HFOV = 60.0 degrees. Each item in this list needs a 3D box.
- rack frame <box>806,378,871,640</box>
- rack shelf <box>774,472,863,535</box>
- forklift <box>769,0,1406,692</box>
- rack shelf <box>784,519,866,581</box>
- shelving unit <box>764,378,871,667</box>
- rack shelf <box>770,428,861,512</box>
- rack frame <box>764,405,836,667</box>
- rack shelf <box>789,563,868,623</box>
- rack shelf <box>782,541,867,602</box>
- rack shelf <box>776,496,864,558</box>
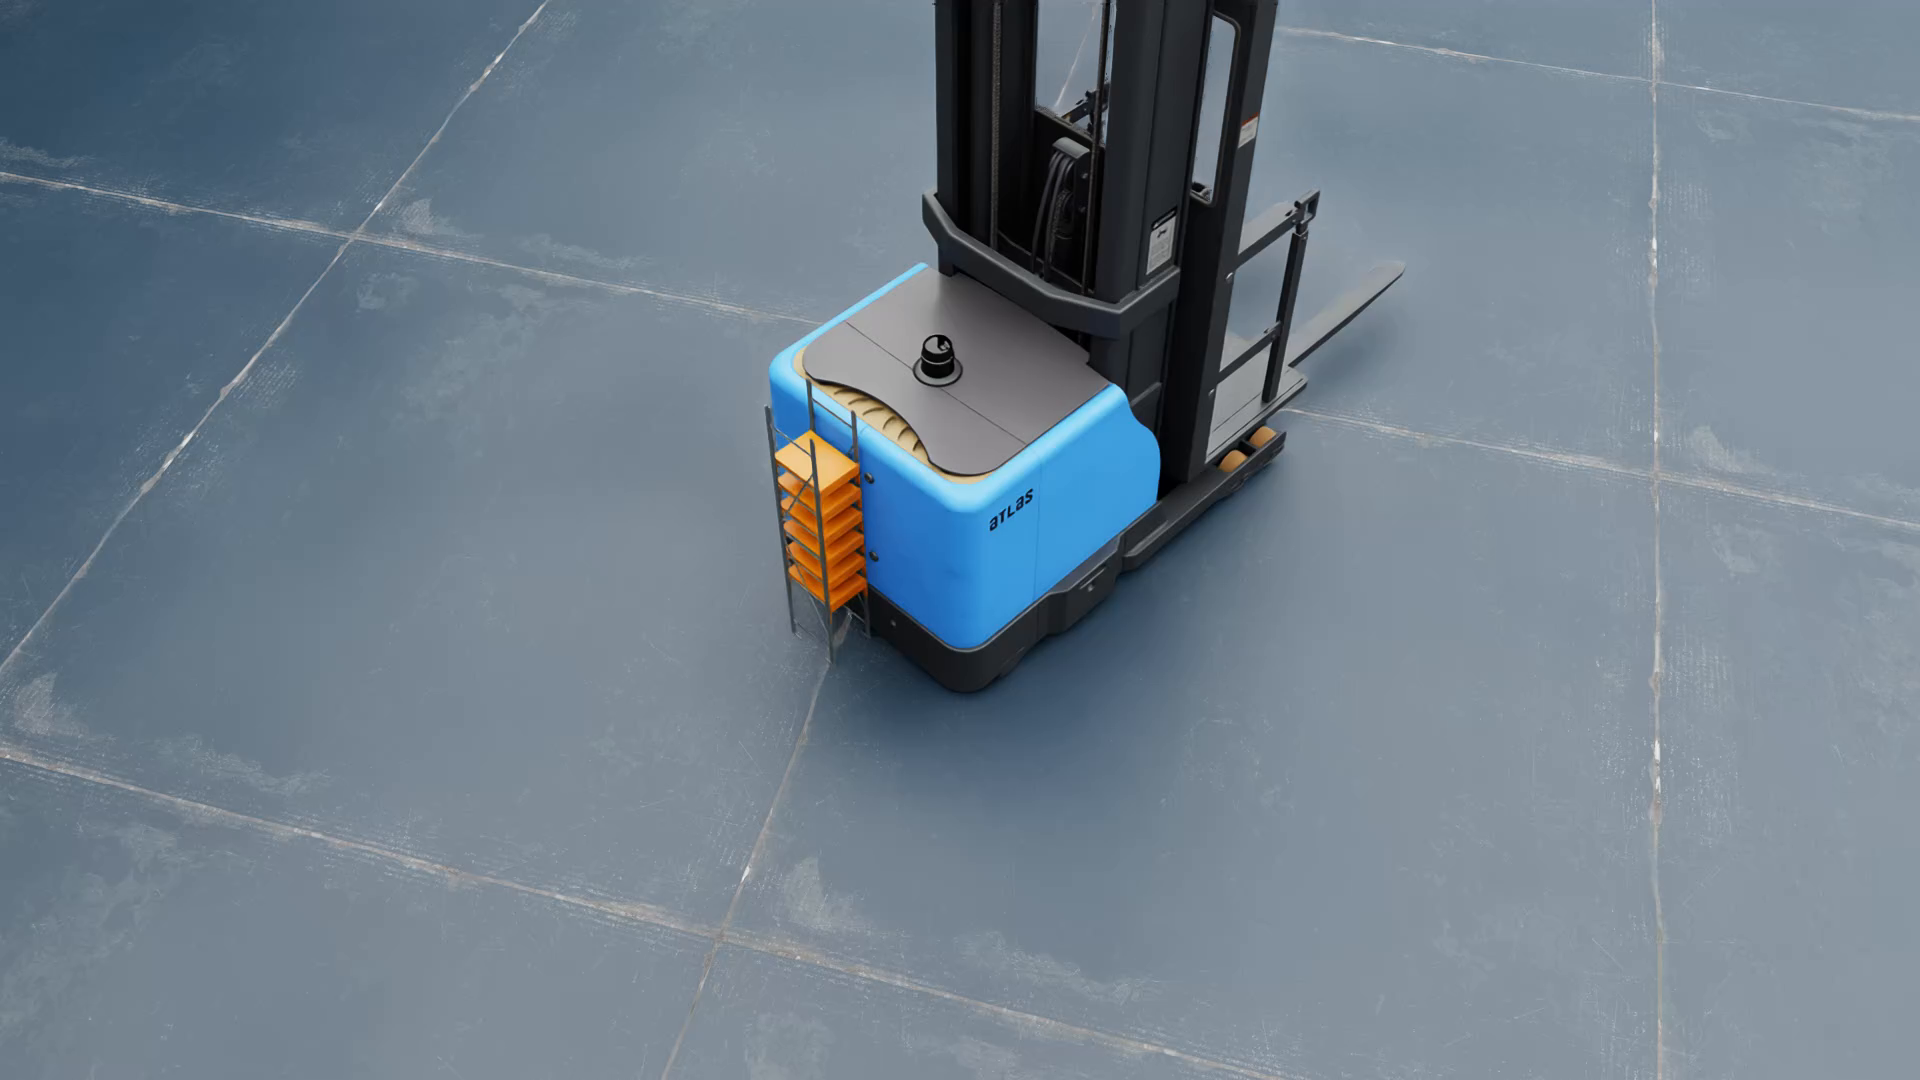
[{"bbox_3d":[-0.427,-0.081,5.940,0.240,1.200,0.006,36,58,28],"label":"rack frame"},{"bbox_3d":[-0.491,-0.161,5.750,0.258,0.103,0.180,36,58,28],"label":"rack shelf"},{"bbox_3d":[0.705,-1.419,5.966,1.130,2.935,3.031,36,58,28],"label":"forklift"},{"bbox_3d":[-0.491,-0.002,5.930,0.258,0.103,0.180,36,58,28],"label":"rack shelf"},{"bbox_3d":[-0.491,-0.032,5.897,0.258,1.200,0.189,36,58,28],"label":"shelving unit"},{"bbox_3d":[-0.491,-0.241,5.660,0.258,0.103,0.180,36,58,28],"label":"rack shelf"},{"bbox_3d":[-0.555,0.017,5.853,0.240,1.200,0.006,36,58,28],"label":"rack frame"},{"bbox_3d":[-0.491,0.156,6.110,0.258,0.103,0.180,36,58,28],"label":"rack shelf"},{"bbox_3d":[-0.491,0.077,6.020,0.258,0.103,0.180,36,58,28],"label":"rack shelf"},{"bbox_3d":[-0.491,-0.082,5.840,0.258,0.103,0.180,36,58,28],"label":"rack shelf"}]
